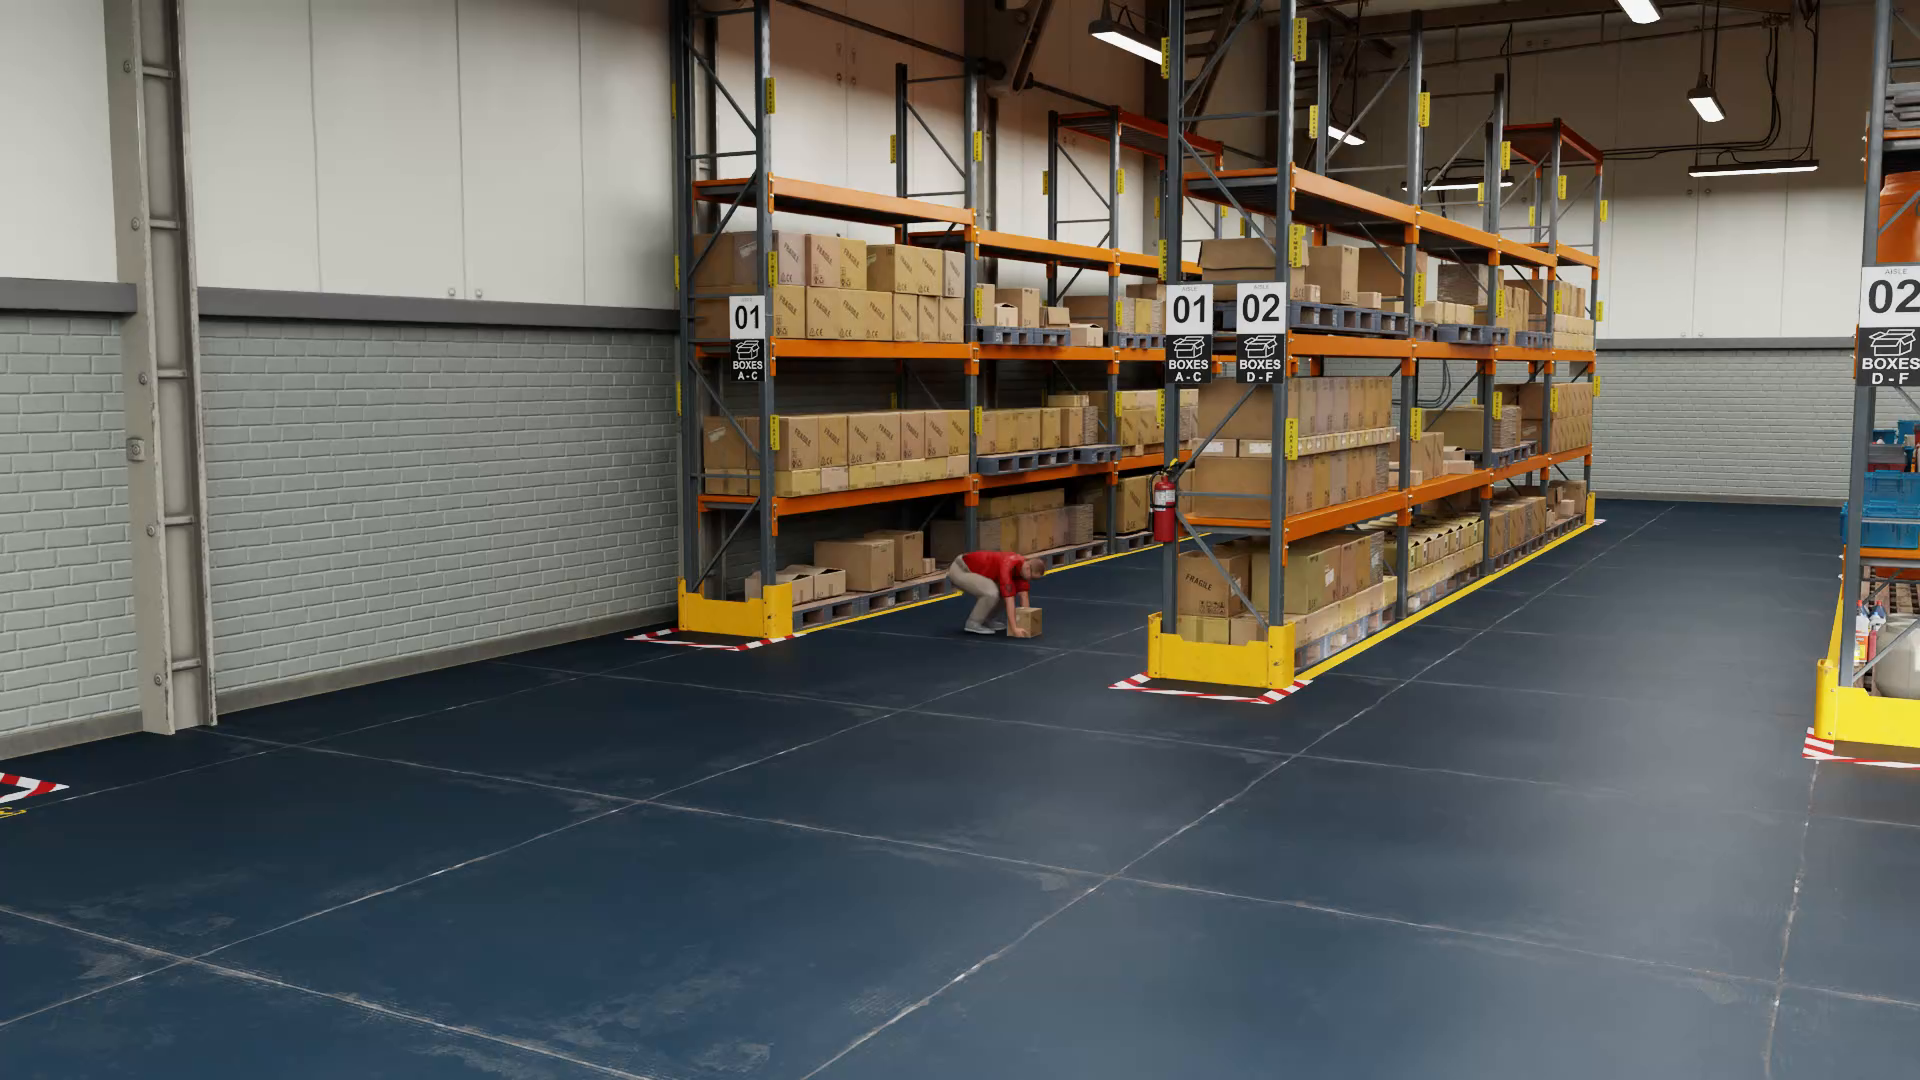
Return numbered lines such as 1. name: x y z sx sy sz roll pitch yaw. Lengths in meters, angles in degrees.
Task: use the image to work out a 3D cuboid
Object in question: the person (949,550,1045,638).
1. person: 0.384 0.506 15.954 0.918 0.816 0.523 3 7 27
